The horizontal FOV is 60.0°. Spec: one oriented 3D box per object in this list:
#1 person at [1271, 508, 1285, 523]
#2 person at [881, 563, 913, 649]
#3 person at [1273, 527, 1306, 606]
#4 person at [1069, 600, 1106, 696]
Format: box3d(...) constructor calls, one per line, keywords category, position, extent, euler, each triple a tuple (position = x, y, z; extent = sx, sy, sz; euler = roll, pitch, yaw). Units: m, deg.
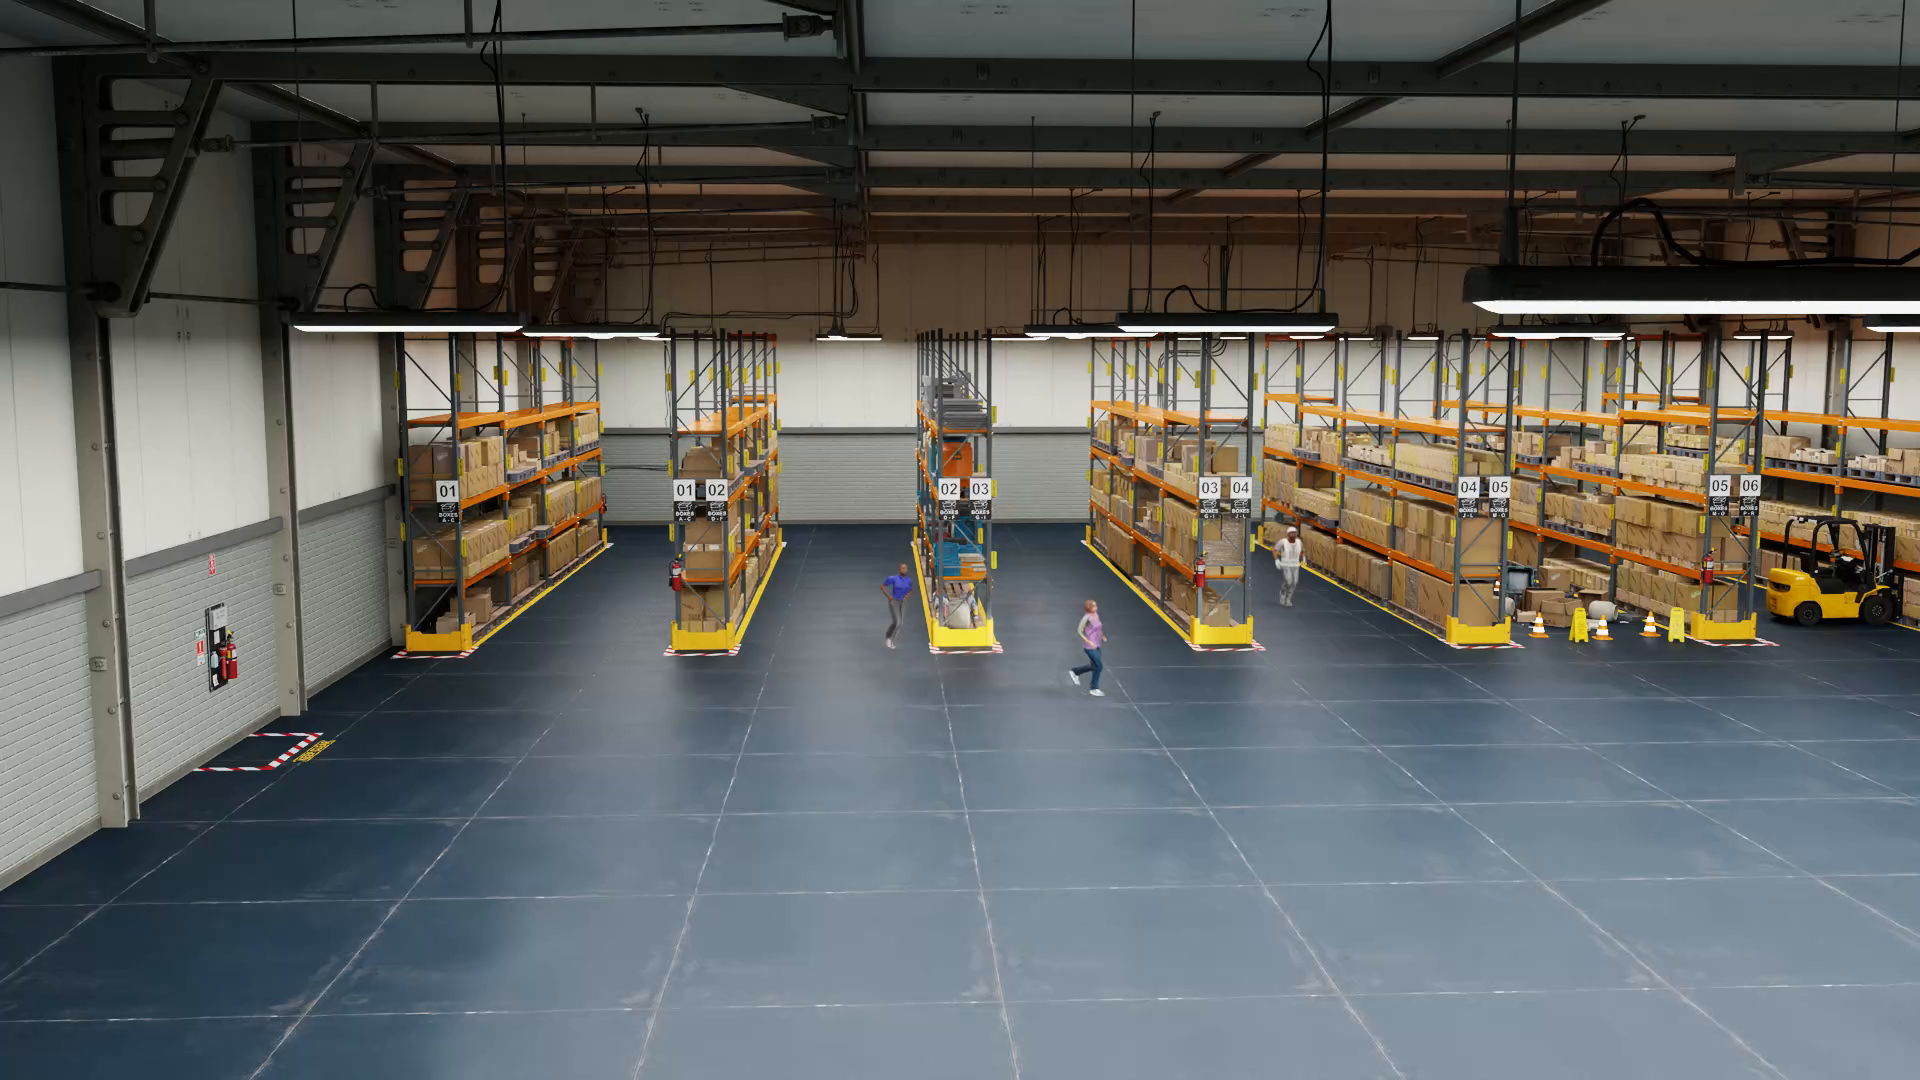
box3d(category="person", position=(9.506, -0.911, 49.157), extent=(0.608, 1.683, 0.807), euler=(1, 7, 10))
box3d(category="person", position=(-1.156, 1.235, 31.306), extent=(0.561, 1.620, 0.593), euler=(-4, 8, -32))
box3d(category="person", position=(7.230, 0.581, 36.225), extent=(0.686, 1.744, 0.599), euler=(-2, 7, -15))
box3d(category="person", position=(2.092, 1.753, 27.245), extent=(0.636, 1.580, 0.539), euler=(4, 8, 28))
